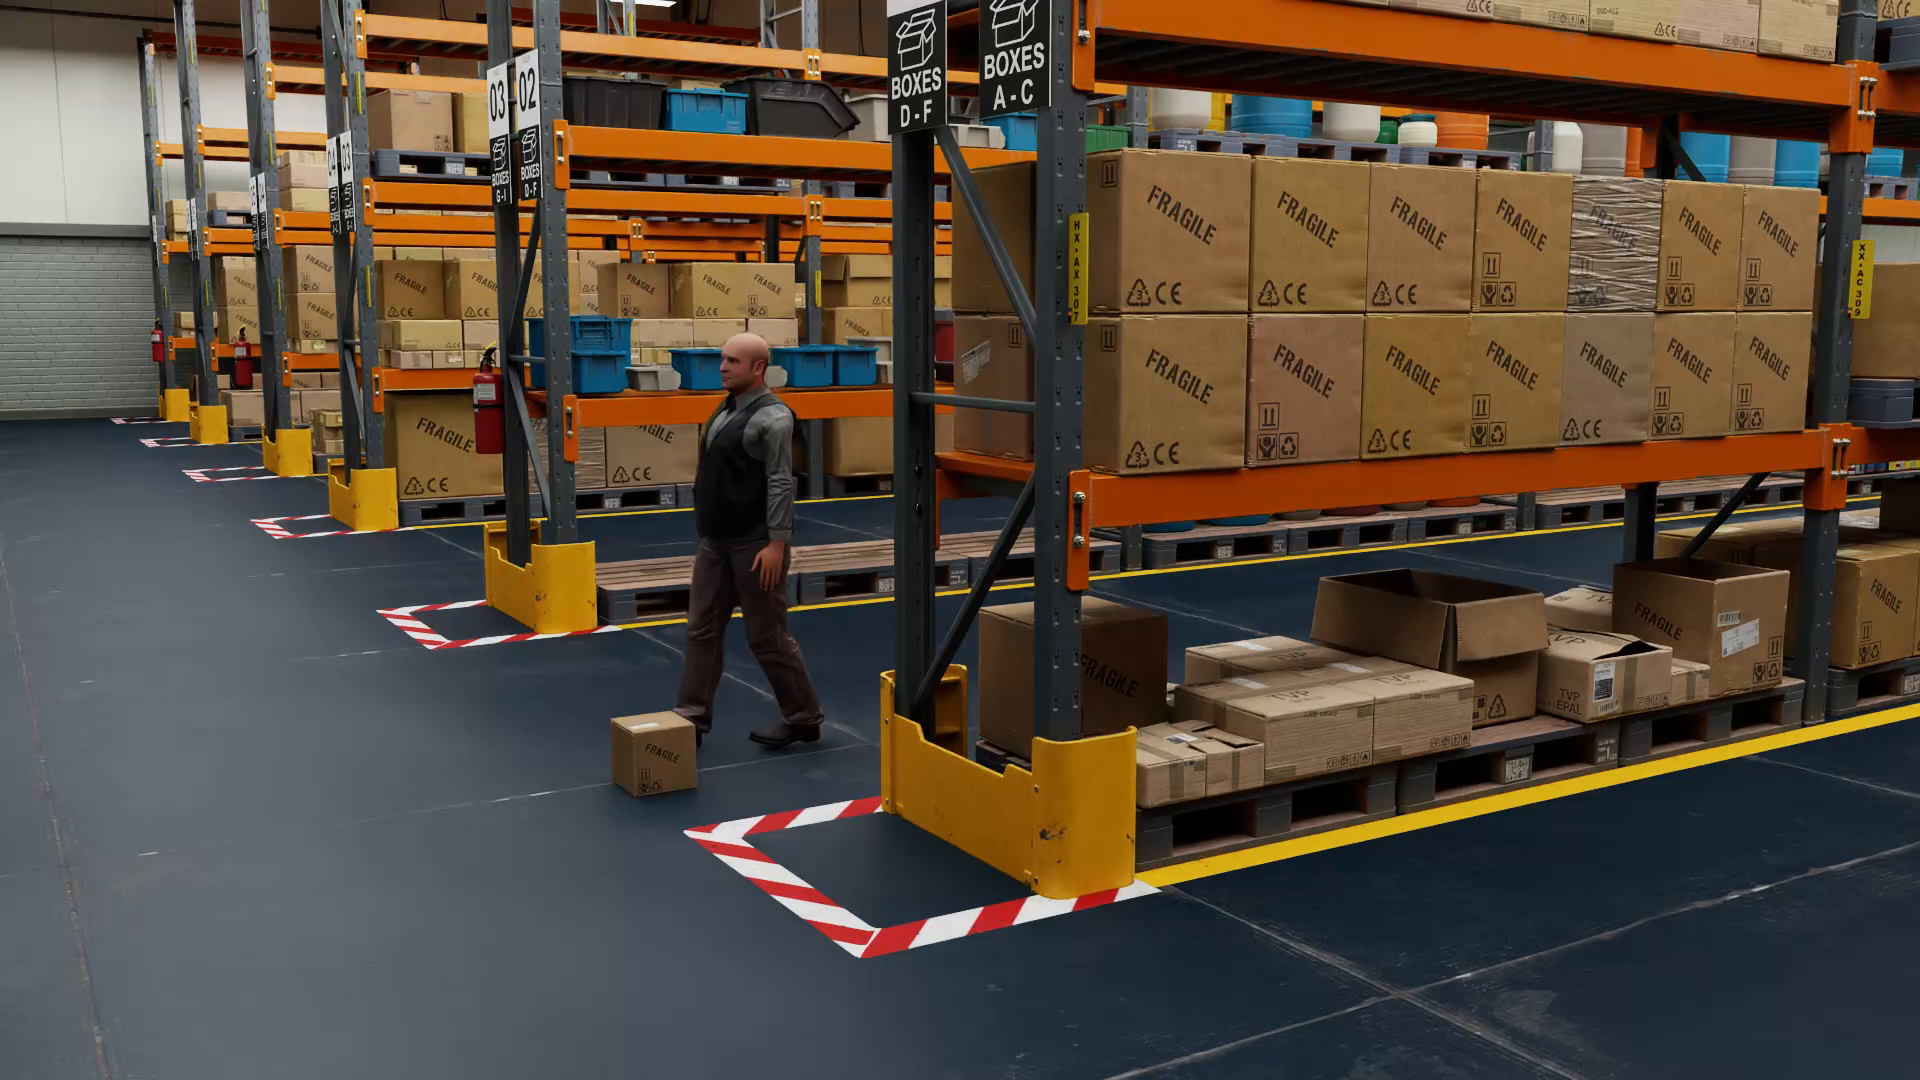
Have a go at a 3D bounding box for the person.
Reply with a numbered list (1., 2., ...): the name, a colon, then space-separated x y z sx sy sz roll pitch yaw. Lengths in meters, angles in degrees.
1. person: -0.943 0.020 6.769 0.742 1.713 0.576 -6 10 -36
